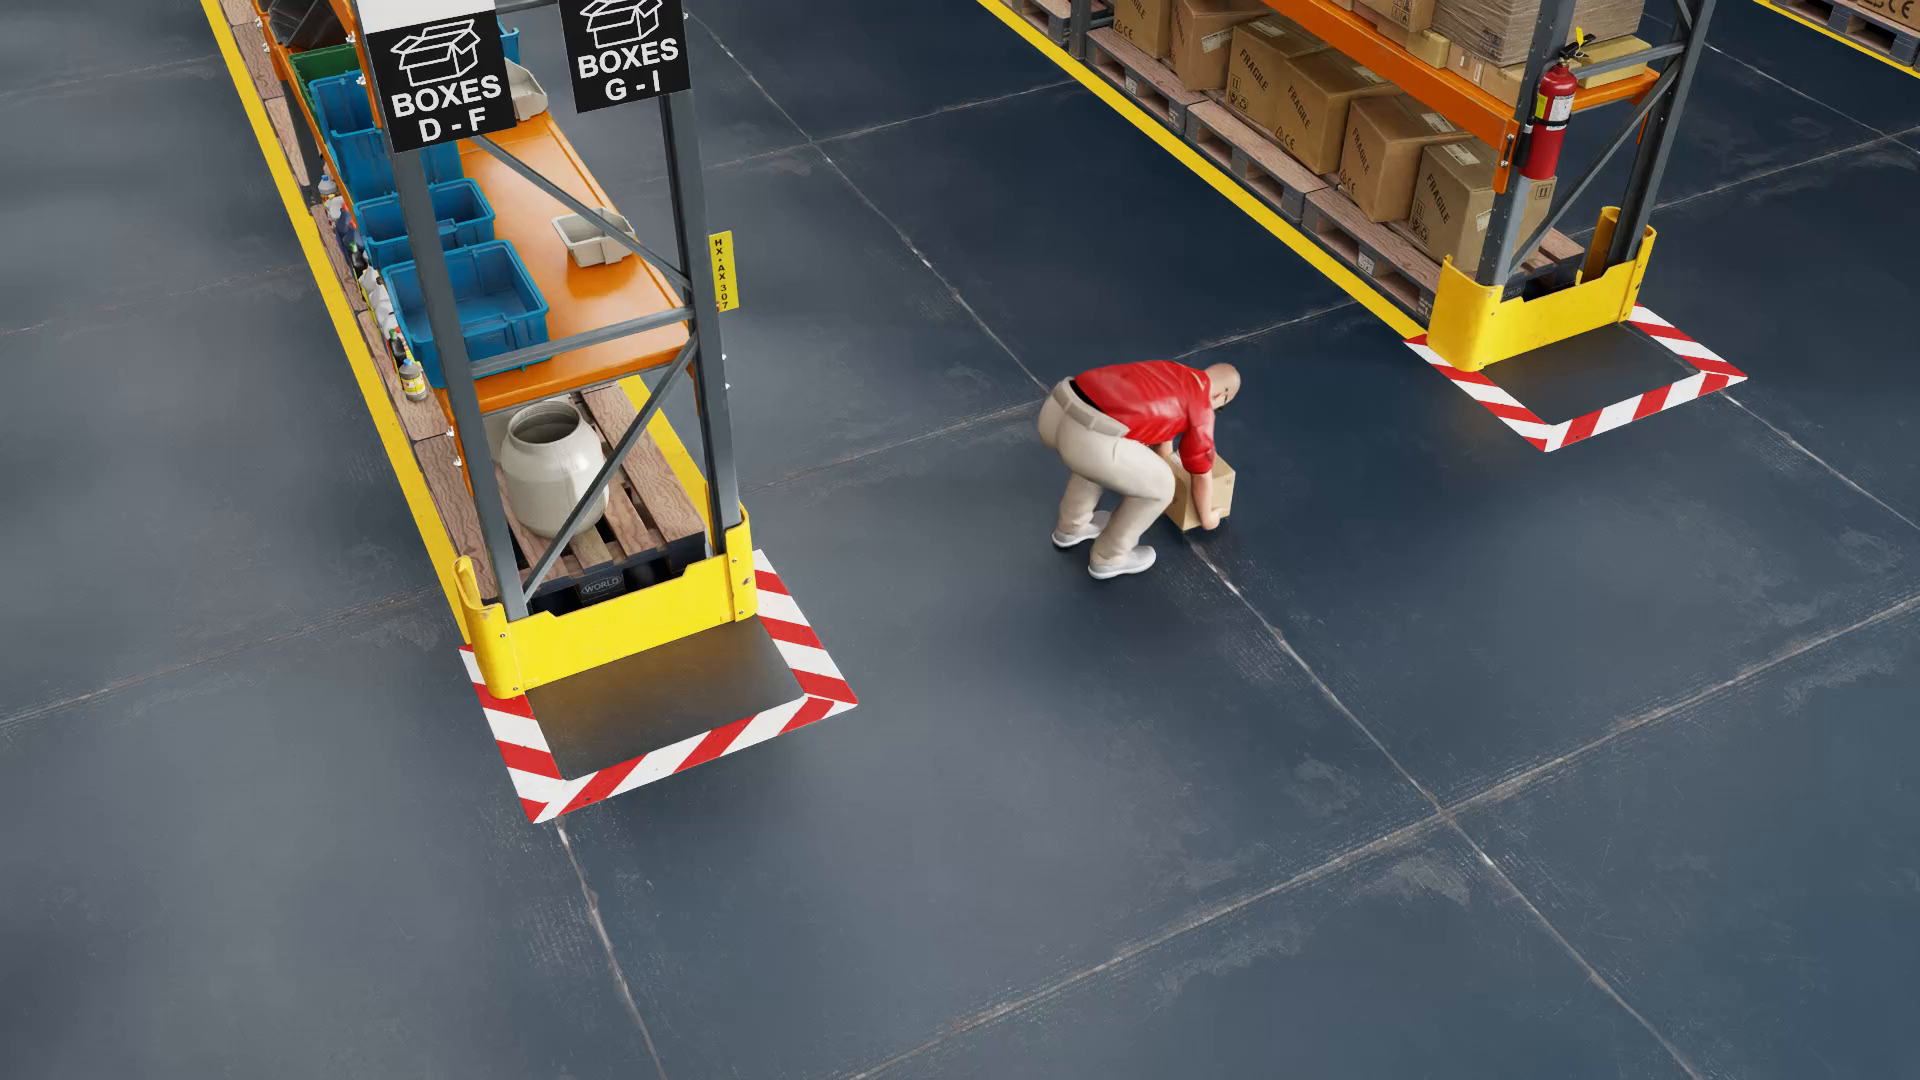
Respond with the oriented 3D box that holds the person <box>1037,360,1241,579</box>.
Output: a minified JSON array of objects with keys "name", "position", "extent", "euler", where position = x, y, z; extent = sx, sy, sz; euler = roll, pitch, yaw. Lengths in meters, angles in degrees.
[{"name":"person","position":[0.780,-0.365,7.176],"extent":[0.957,0.962,0.524],"euler":[-21,45,-22]}]
